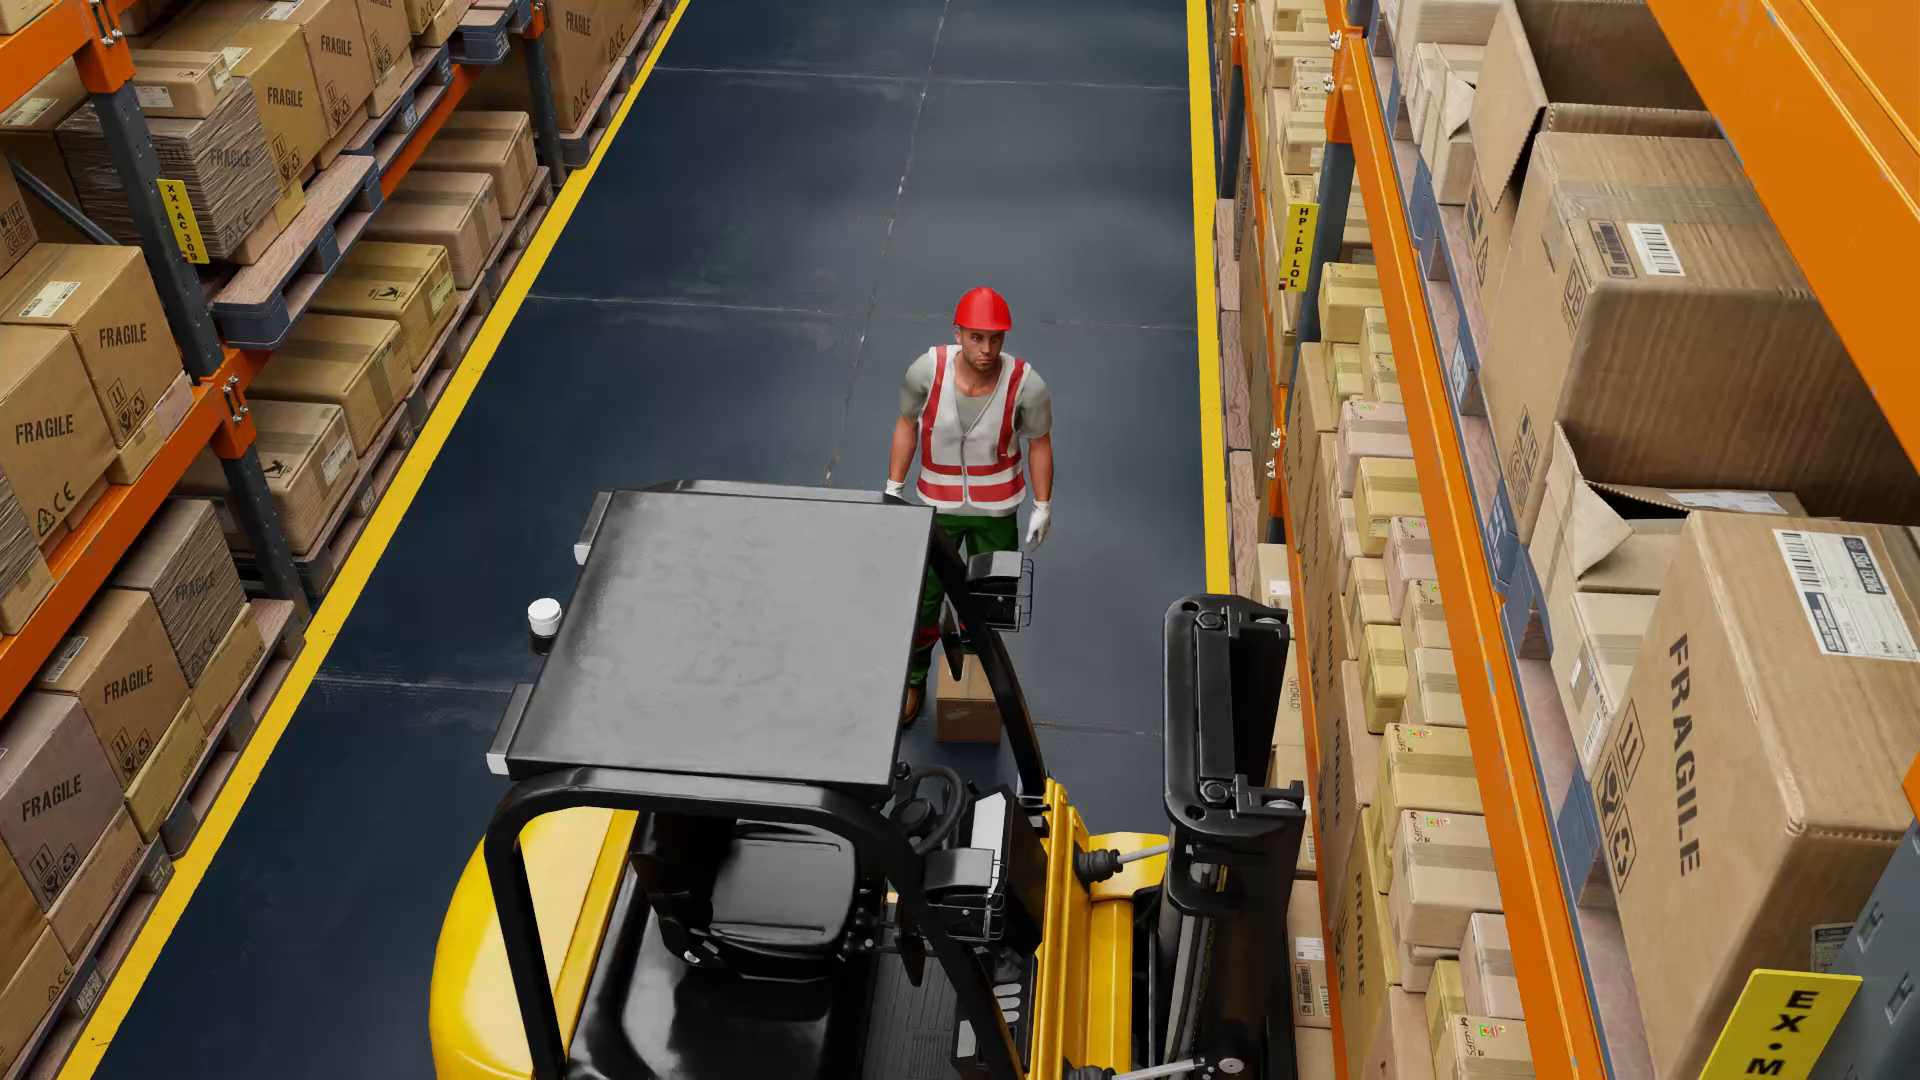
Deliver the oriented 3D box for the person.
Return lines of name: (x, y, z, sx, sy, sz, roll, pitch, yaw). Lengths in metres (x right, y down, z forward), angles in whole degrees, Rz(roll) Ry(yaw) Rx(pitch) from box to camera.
person: (0.022, -0.093, 6.235, 0.638, 1.787, 0.564, 3, 40, 4)
